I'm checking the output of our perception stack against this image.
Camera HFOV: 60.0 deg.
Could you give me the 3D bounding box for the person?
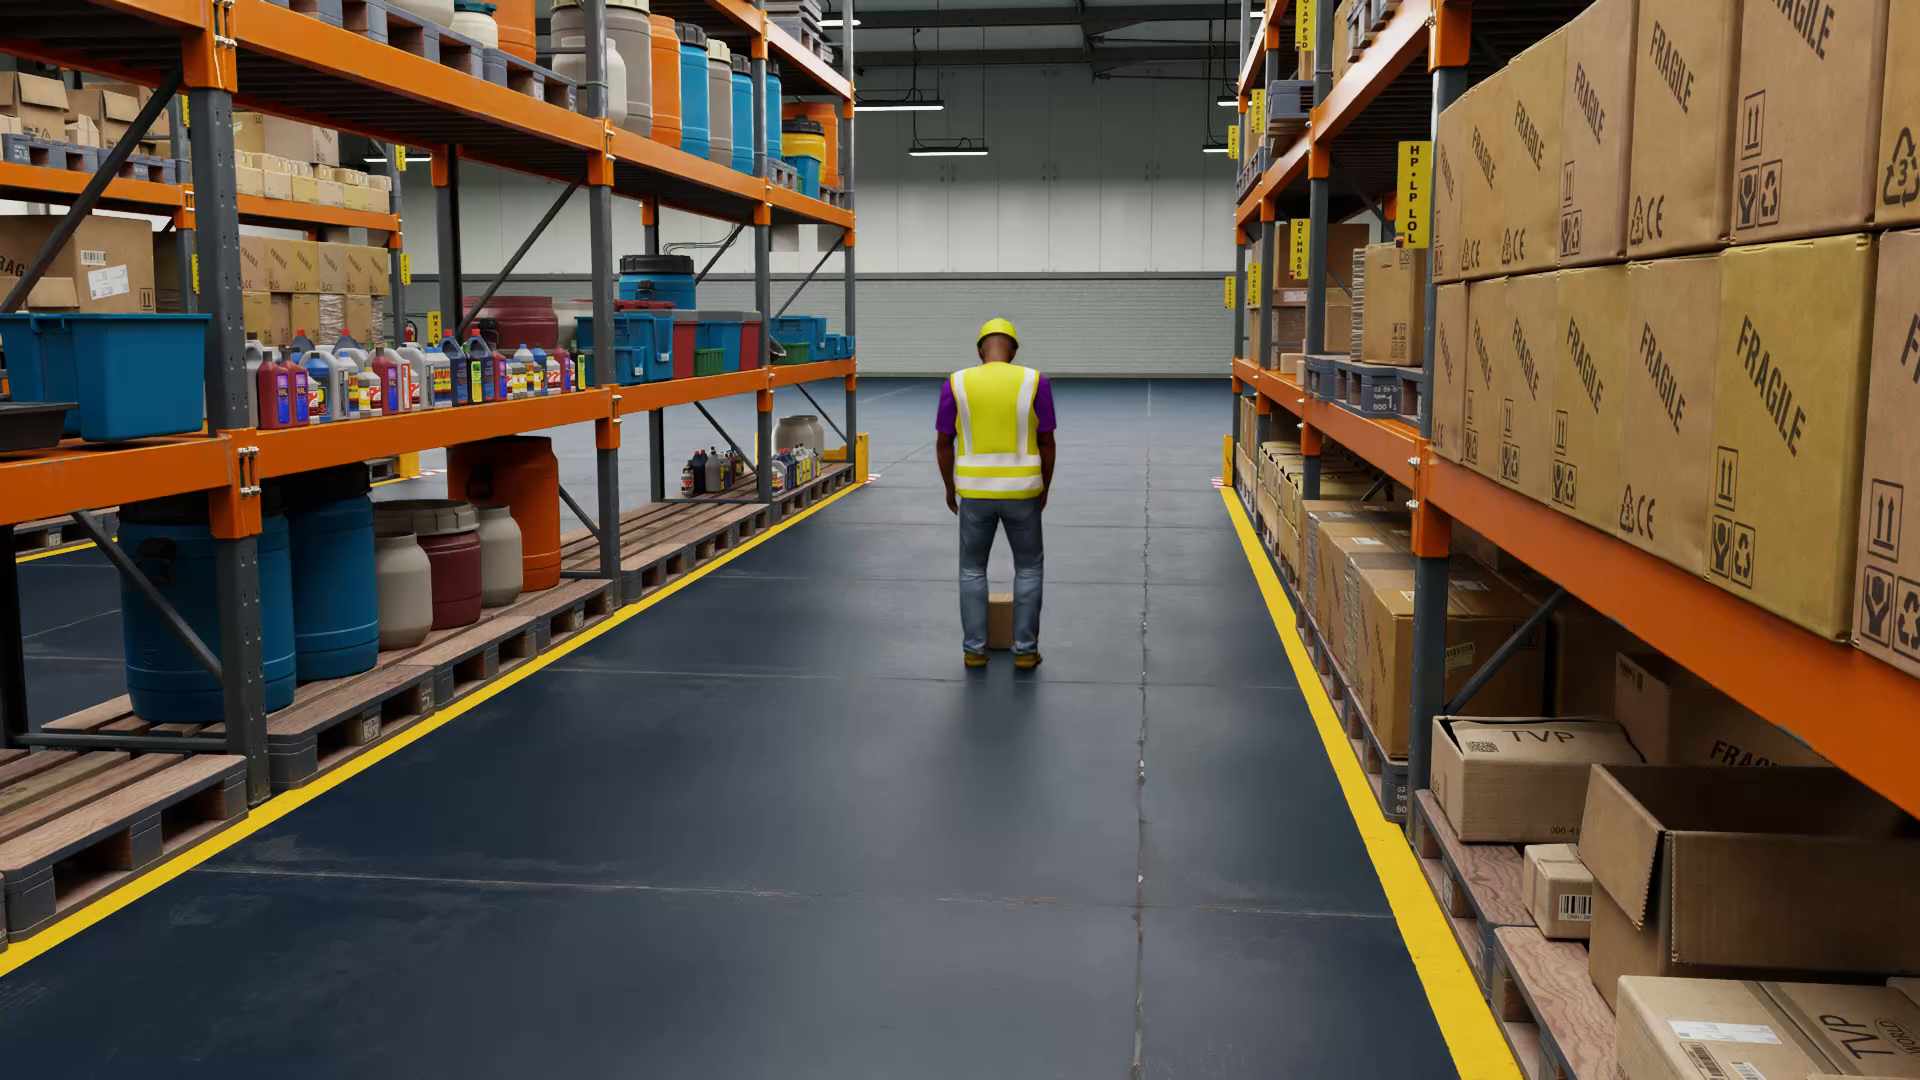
[{"bbox_3d":[0.175,-0.215,8.184,0.595,1.676,0.434,1,8,8],"label":"person"}]
